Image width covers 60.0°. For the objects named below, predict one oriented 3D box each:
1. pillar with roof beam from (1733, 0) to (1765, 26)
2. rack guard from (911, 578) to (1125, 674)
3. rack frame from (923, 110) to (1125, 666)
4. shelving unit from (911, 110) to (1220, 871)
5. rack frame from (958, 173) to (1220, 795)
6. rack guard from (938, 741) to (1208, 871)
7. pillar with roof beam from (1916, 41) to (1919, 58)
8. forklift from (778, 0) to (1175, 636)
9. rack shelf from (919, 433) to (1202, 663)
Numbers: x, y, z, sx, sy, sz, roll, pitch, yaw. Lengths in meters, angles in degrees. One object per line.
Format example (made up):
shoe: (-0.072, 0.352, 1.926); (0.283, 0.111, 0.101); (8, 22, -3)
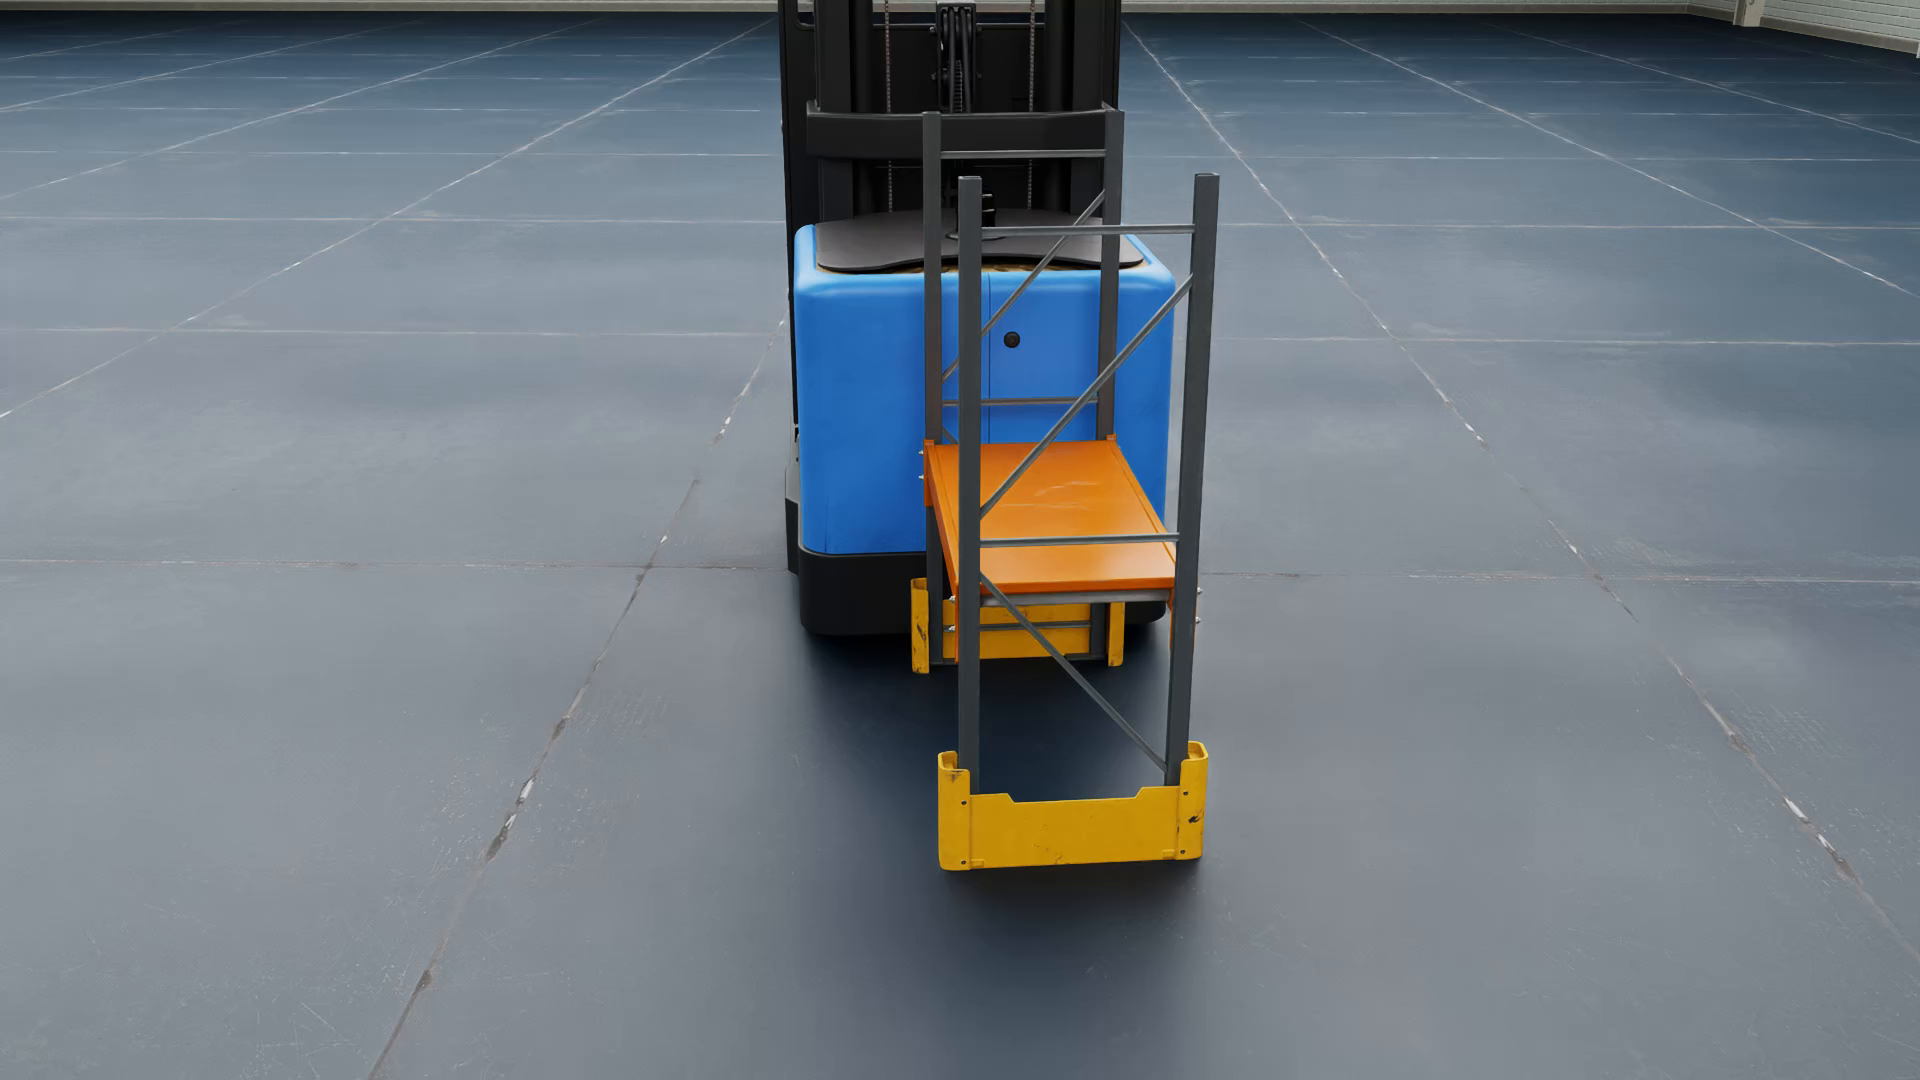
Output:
pillar with roof beam: (8.613, -12.688, 25.788); (9.100, 9.000, 0.400); (1, 21, 2)
rack guard: (0.160, 0.227, 4.597); (0.587, 0.250, 0.087); (-2, 21, -5)
rack frame: (0.158, -0.362, 4.389); (0.500, 1.500, 0.032); (-2, 21, -5)
shelving unit: (0.203, -0.176, 3.908); (0.587, 1.500, 1.083); (-2, 21, -5)
rack frame: (0.247, 0.004, 3.445); (0.500, 1.500, 0.032); (-2, 21, -5)
rack guard: (0.247, 0.586, 3.672); (0.587, 0.250, 0.087); (-2, 21, -5)
pillar with roof beam: (8.430, -10.518, 20.197); (9.100, 9.000, 0.400); (1, 21, 2)
forklift: (-0.056, -1.591, 5.577); (1.130, 2.935, 3.031); (-2, 21, -5)
rack shelf: (0.203, -0.011, 3.982); (0.538, 0.185, 1.000); (-2, 21, -5)
